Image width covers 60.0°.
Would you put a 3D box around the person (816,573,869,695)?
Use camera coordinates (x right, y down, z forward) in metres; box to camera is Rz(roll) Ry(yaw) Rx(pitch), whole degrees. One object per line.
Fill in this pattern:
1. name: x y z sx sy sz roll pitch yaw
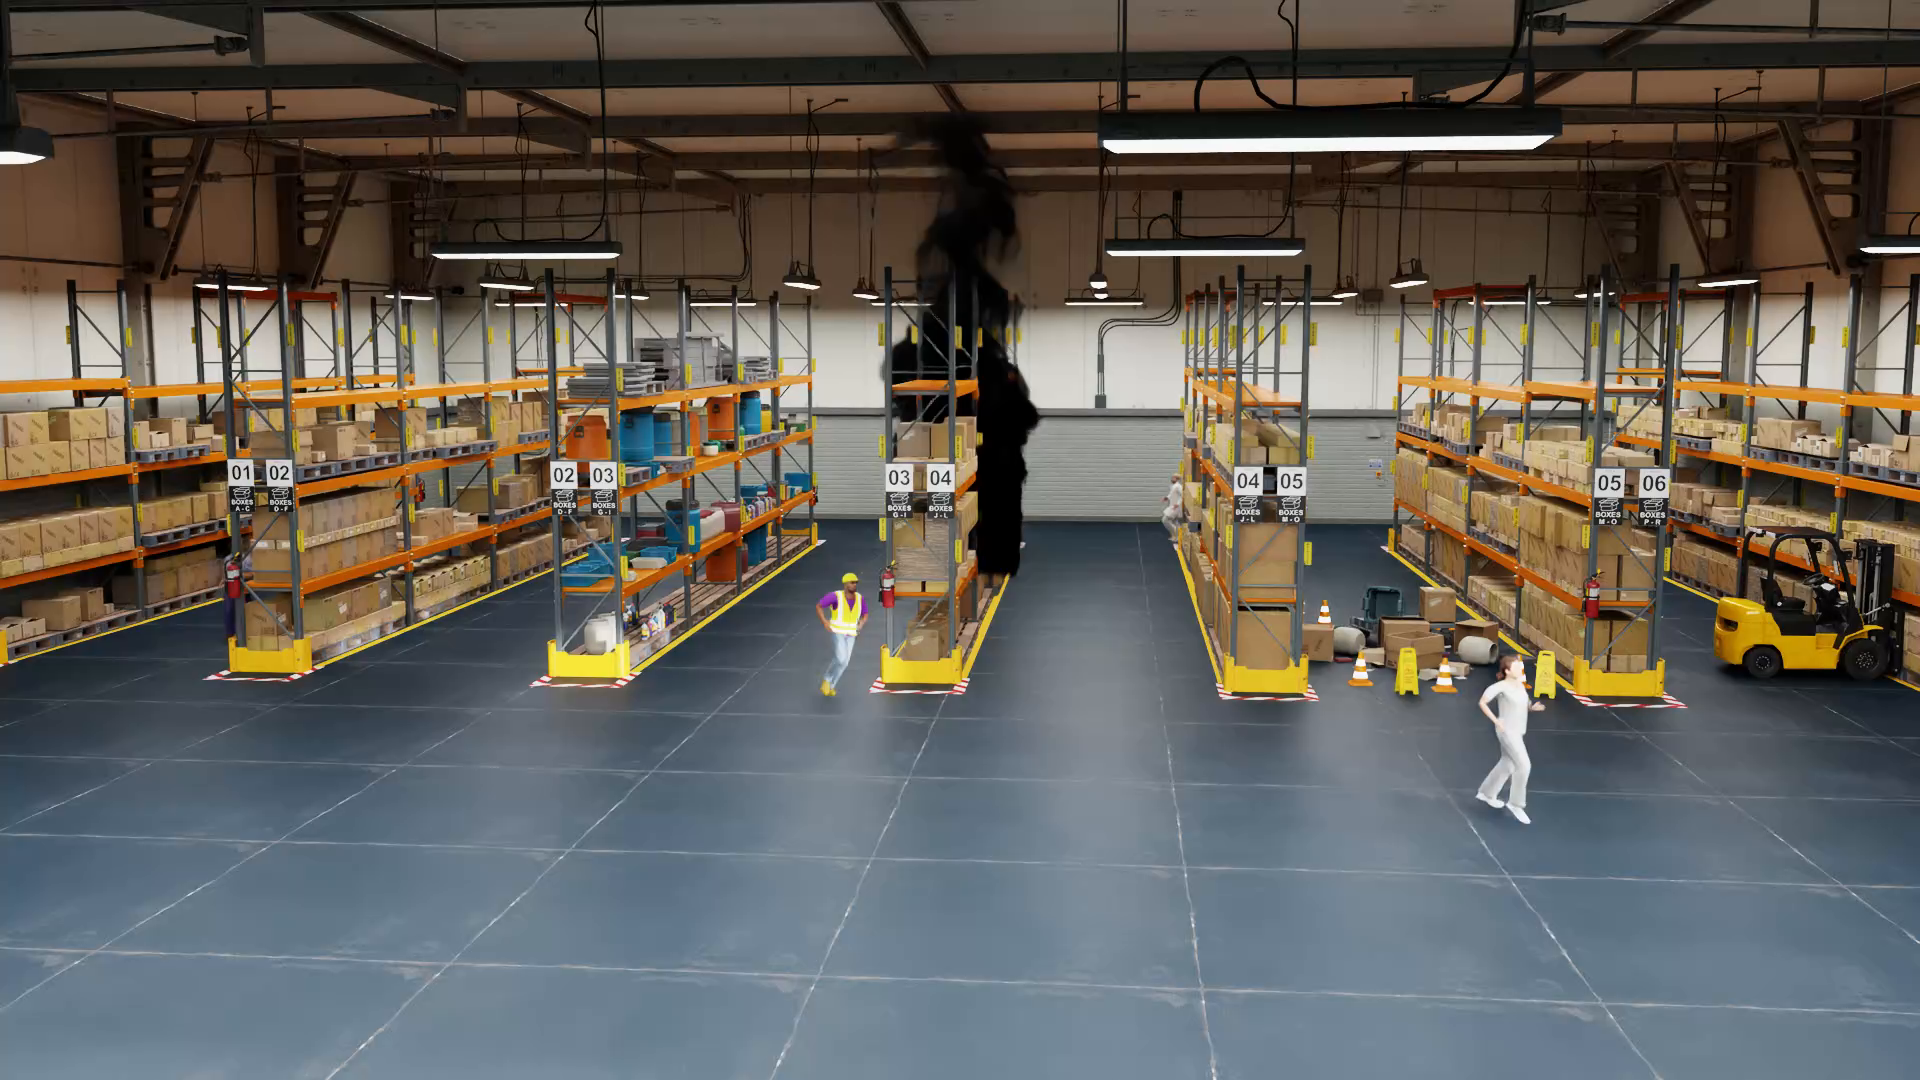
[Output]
1. person: -1.602 1.325 23.324 0.721 1.718 0.588 -5 8 -34

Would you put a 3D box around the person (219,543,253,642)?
1. person: -12.017 0.829 27.653 0.615 1.624 0.918 0 7 0

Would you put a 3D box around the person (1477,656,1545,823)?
1. person: 5.754 2.065 17.419 0.712 1.723 0.546 7 10 44

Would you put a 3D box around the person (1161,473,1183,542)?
1. person: 5.260 -0.783 40.698 0.647 1.731 0.780 0 7 1
